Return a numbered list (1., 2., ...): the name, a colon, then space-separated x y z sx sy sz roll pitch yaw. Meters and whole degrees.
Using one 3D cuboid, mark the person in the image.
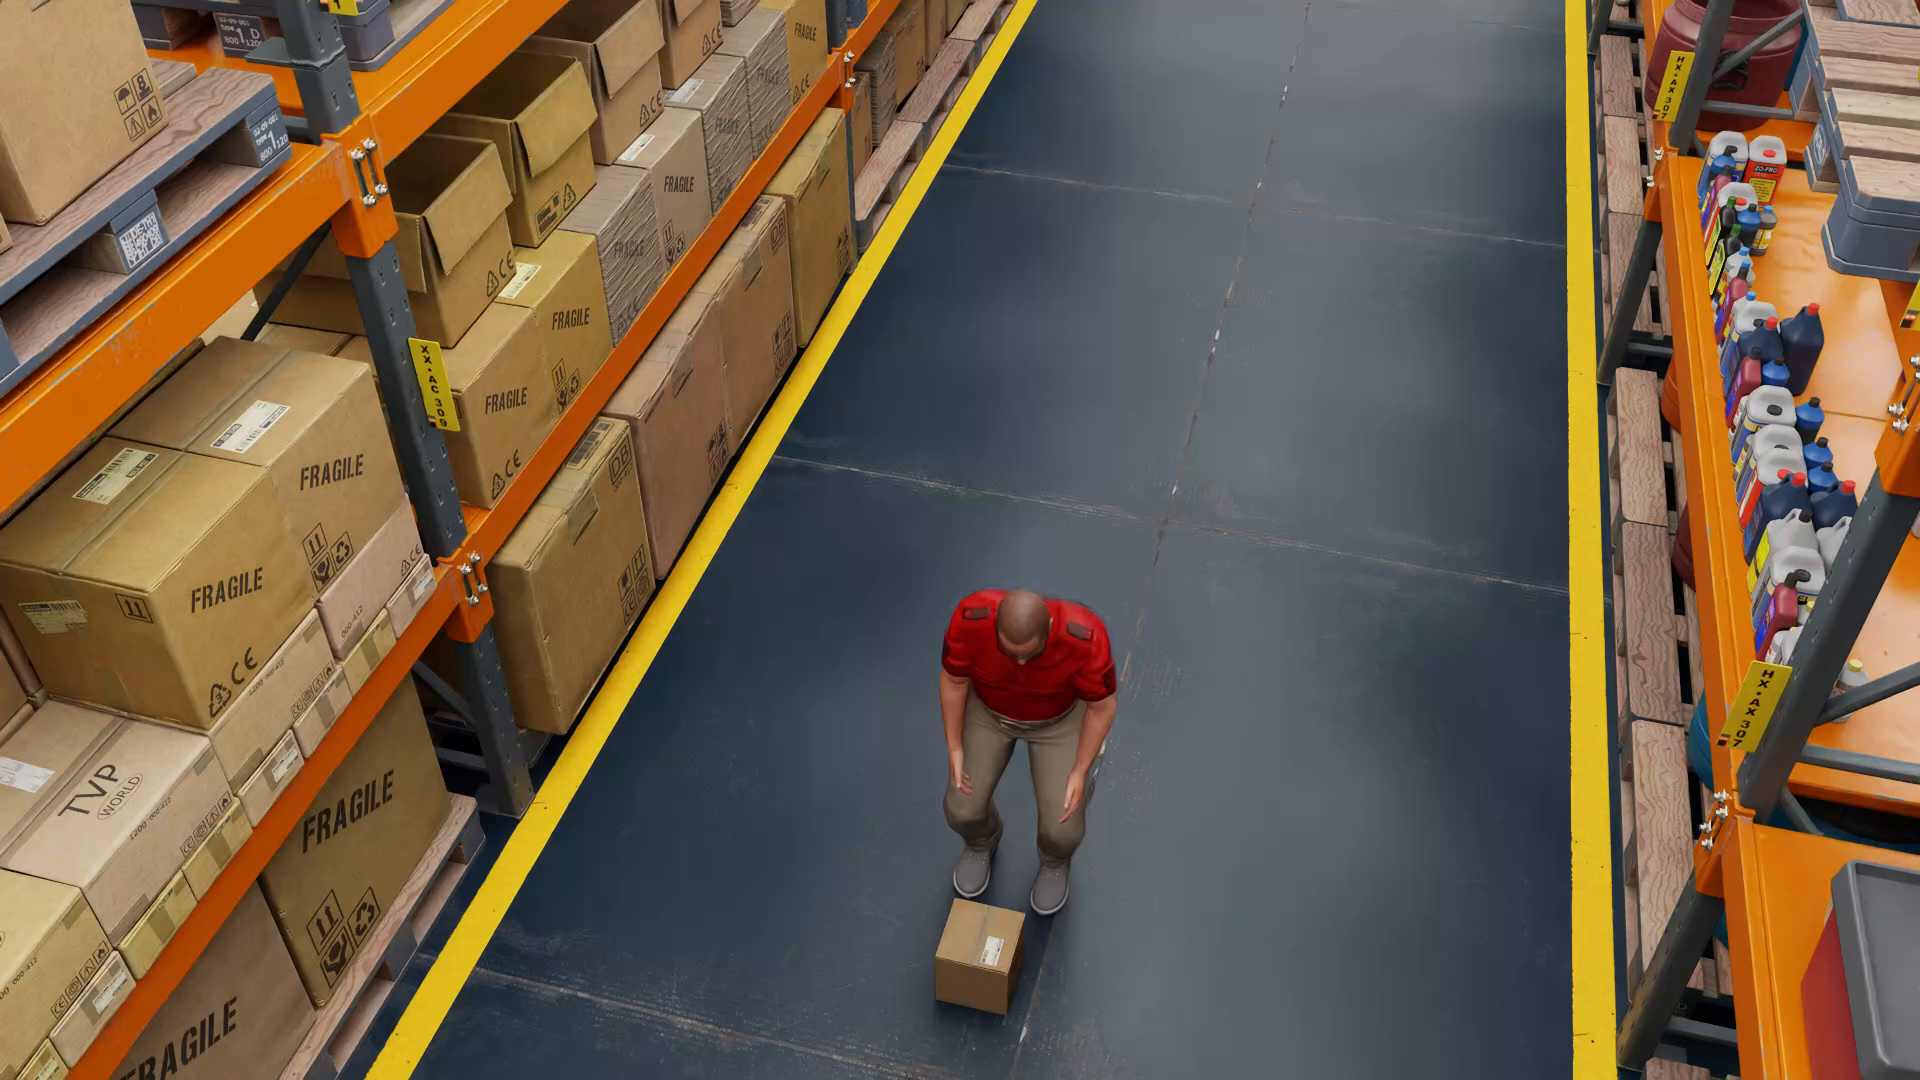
1. person: 0.230 0.645 5.561 0.581 1.560 0.574 10 42 12
